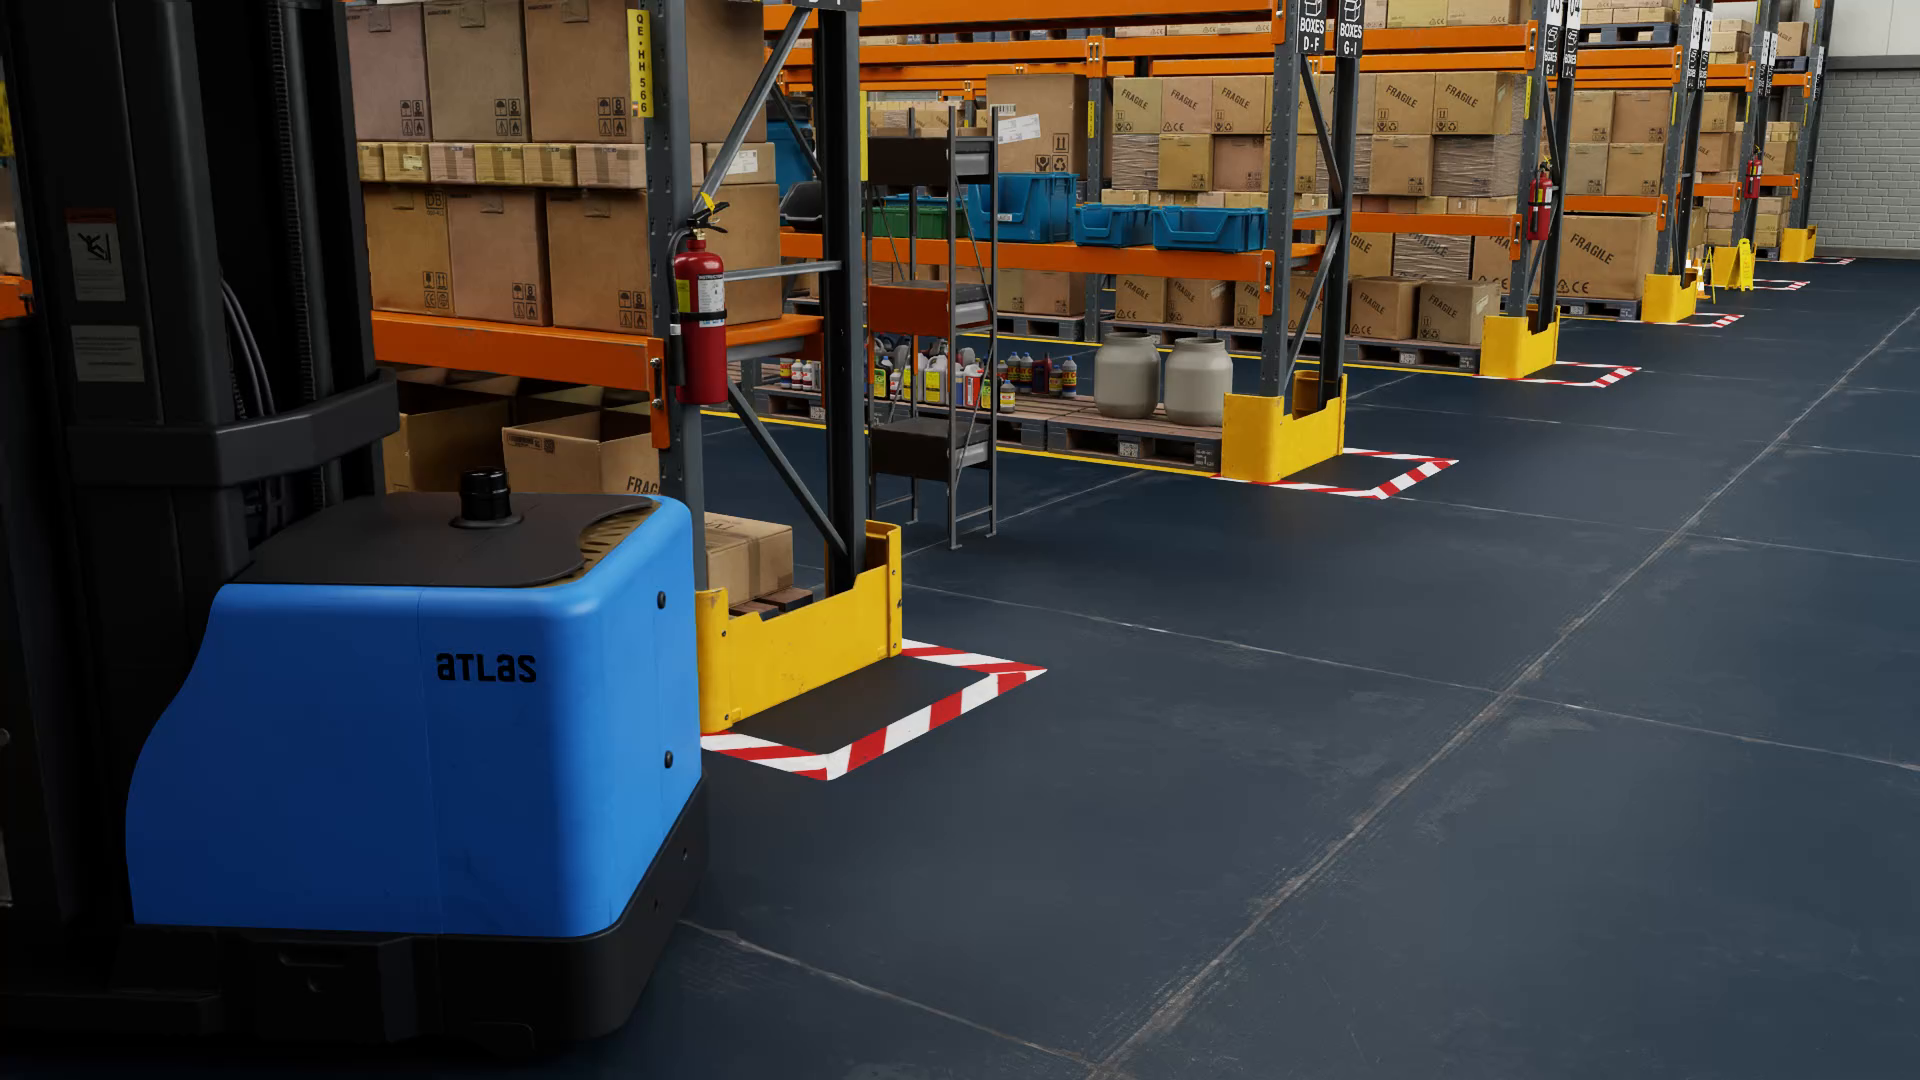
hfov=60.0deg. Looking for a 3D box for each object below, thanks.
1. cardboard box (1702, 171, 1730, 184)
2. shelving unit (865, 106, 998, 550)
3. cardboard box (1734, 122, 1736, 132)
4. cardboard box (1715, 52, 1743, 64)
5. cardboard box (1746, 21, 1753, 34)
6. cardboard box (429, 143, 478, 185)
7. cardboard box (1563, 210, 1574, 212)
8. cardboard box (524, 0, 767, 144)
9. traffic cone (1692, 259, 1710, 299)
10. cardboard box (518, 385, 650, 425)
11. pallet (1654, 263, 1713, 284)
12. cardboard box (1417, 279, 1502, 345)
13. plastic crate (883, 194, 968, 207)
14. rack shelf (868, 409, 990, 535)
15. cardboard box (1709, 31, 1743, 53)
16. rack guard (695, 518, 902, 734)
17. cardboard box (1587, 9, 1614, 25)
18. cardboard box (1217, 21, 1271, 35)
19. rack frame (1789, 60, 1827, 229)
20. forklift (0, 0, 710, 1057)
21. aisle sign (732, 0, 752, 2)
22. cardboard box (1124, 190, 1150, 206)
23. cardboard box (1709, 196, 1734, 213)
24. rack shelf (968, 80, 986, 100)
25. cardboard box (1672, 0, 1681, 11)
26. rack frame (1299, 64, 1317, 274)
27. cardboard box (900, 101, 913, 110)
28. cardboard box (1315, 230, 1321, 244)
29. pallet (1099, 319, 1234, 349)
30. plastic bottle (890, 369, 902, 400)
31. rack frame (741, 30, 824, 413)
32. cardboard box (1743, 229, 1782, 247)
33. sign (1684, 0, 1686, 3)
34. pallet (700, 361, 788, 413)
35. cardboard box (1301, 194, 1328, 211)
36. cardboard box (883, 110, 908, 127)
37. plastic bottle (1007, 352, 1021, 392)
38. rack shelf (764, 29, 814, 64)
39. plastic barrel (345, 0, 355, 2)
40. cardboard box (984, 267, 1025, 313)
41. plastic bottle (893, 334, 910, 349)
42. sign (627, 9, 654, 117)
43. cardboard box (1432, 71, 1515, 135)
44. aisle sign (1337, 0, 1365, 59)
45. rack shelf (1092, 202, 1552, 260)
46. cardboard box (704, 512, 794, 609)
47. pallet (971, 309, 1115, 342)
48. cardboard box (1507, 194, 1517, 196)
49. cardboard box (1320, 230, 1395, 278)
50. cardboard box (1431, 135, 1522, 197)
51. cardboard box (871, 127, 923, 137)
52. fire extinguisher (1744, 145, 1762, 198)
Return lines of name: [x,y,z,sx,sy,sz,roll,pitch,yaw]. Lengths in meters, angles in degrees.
cardboard box: [9.941,-4.769,21.869,0.250,0.149,0.380,10,17,35]
shelving unit: [-0.137,-1.041,8.161,0.503,2.100,0.431,9,17,33]
cardboard box: [12.104,-6.492,26.130,0.250,0.149,0.380,9,17,33]
cardboard box: [9.919,-6.210,21.446,0.250,0.149,0.380,9,17,33]
cardboard box: [10.190,-6.693,21.739,0.250,0.149,0.380,9,17,32]
cardboard box: [-1.753,-1.413,6.230,0.250,0.149,0.380,9,17,34]
cardboard box: [8.271,-4.381,23.065,0.500,0.500,0.500,10,17,36]
cardboard box: [-1.116,-1.683,5.973,0.500,0.500,0.700,9,17,33]
traffic cone: [8.957,-3.186,20.229,0.334,0.463,0.336,9,17,33]
cardboard box: [-1.429,-0.349,6.778,0.500,0.500,0.500,9,17,33]
pallet: [9.653,-3.656,22.653,1.213,0.211,1.003,9,17,33]
cardboard box: [4.331,-1.985,14.428,0.500,0.500,0.500,13,19,43]
plastic crate: [-0.173,-2.290,11.641,0.616,0.251,0.499,9,17,33]
rack shelf: [-0.137,-0.349,8.332,0.480,0.518,0.431,9,17,33]
cardboard box: [9.796,-6.426,21.490,0.500,0.250,0.500,9,16,32]
rack guard: [-0.672,0.284,6.137,0.348,0.500,1.175,9,17,33]
cardboard box: [6.805,-5.515,17.557,0.250,0.149,0.380,9,17,34]
cardboard box: [2.600,-4.577,14.640,0.500,0.250,0.500,8,16,31]
rack frame: [13.138,-5.874,25.808,0.127,3.000,1.000,9,17,33]
forklift: [-2.222,-0.411,3.883,3.031,2.935,1.130,1,14,4]
aisle sign: [-0.801,-2.127,5.265,0.004,0.787,0.394,9,17,33]
cardboard box: [1.732,-3.197,15.519,0.250,0.149,0.380,9,17,33]
cardboard box: [12.155,-5.295,26.238,0.500,0.250,0.500,10,17,34]
rack shelf: [2.073,-7.331,26.952,4.000,0.370,1.077,9,17,33]
cardboard box: [7.435,-5.779,17.794,0.500,0.250,0.500,9,17,33]
rack frame: [4.373,-4.419,19.934,0.127,3.000,1.000,9,17,33]
cardboard box: [-0.827,-7.469,28.612,0.250,0.149,0.380,9,17,32]
cardboard box: [5.439,-4.607,25.285,0.625,0.372,0.950,10,17,35]
pallet: [2.098,-2.007,15.993,1.213,0.211,1.003,9,17,33]
plastic bottle: [-0.427,-1.053,11.241,0.097,0.201,0.097,0,14,0]
rack frame: [-1.243,-2.456,12.004,0.127,3.000,1.000,9,17,33]
cardboard box: [12.572,-4.743,26.088,0.500,0.250,0.500,9,17,33]
sign: [7.378,-5.624,16.880,0.005,0.325,0.100,9,17,33]
pallet: [-1.917,-1.200,12.733,1.213,0.211,1.003,9,17,33]
cardboard box: [3.185,-2.963,14.573,0.250,0.149,0.380,9,17,33]
cardboard box: [-0.976,-7.171,28.760,0.500,0.500,0.500,9,17,34]
plastic bottle: [0.378,-1.174,11.585,0.097,0.271,0.097,0,14,0]
rack shelf: [-2.903,-3.831,12.813,4.000,0.370,1.077,9,17,33]
plastic barrel: [-5.032,-4.938,14.018,0.708,0.830,0.600,9,17,33]
cardboard box: [0.638,-2.599,16.864,0.500,0.500,0.700,9,17,32]
plastic bottle: [-0.389,-1.329,12.049,0.185,0.351,0.144,8,16,30]
sign: [-1.006,-1.504,5.252,0.005,0.325,0.100,9,17,33]
cardboard box: [4.246,-3.610,13.757,0.500,0.500,0.500,9,17,33]
aisle sign: [2.299,-3.231,9.721,0.004,0.787,0.394,9,17,33]
rack shelf: [3.181,-2.827,14.996,4.000,0.370,1.077,9,17,33]
cardboard box: [-1.013,0.082,6.599,0.500,0.250,0.500,9,17,33]
pallet: [0.874,-2.195,16.749,1.213,0.211,1.003,9,17,33]
cardboard box: [4.737,-2.871,14.203,0.250,0.149,0.380,9,17,33]
cardboard box: [4.856,-3.494,19.741,0.875,0.875,0.875,9,17,34]
cardboard box: [4.399,-3.180,14.099,0.500,0.500,0.875,9,17,33]
cardboard box: [-0.809,-4.113,17.616,0.500,0.500,0.700,12,19,41]
fire extinguisher: [10.209,-4.739,21.384,0.183,0.674,0.296,9,17,33]
